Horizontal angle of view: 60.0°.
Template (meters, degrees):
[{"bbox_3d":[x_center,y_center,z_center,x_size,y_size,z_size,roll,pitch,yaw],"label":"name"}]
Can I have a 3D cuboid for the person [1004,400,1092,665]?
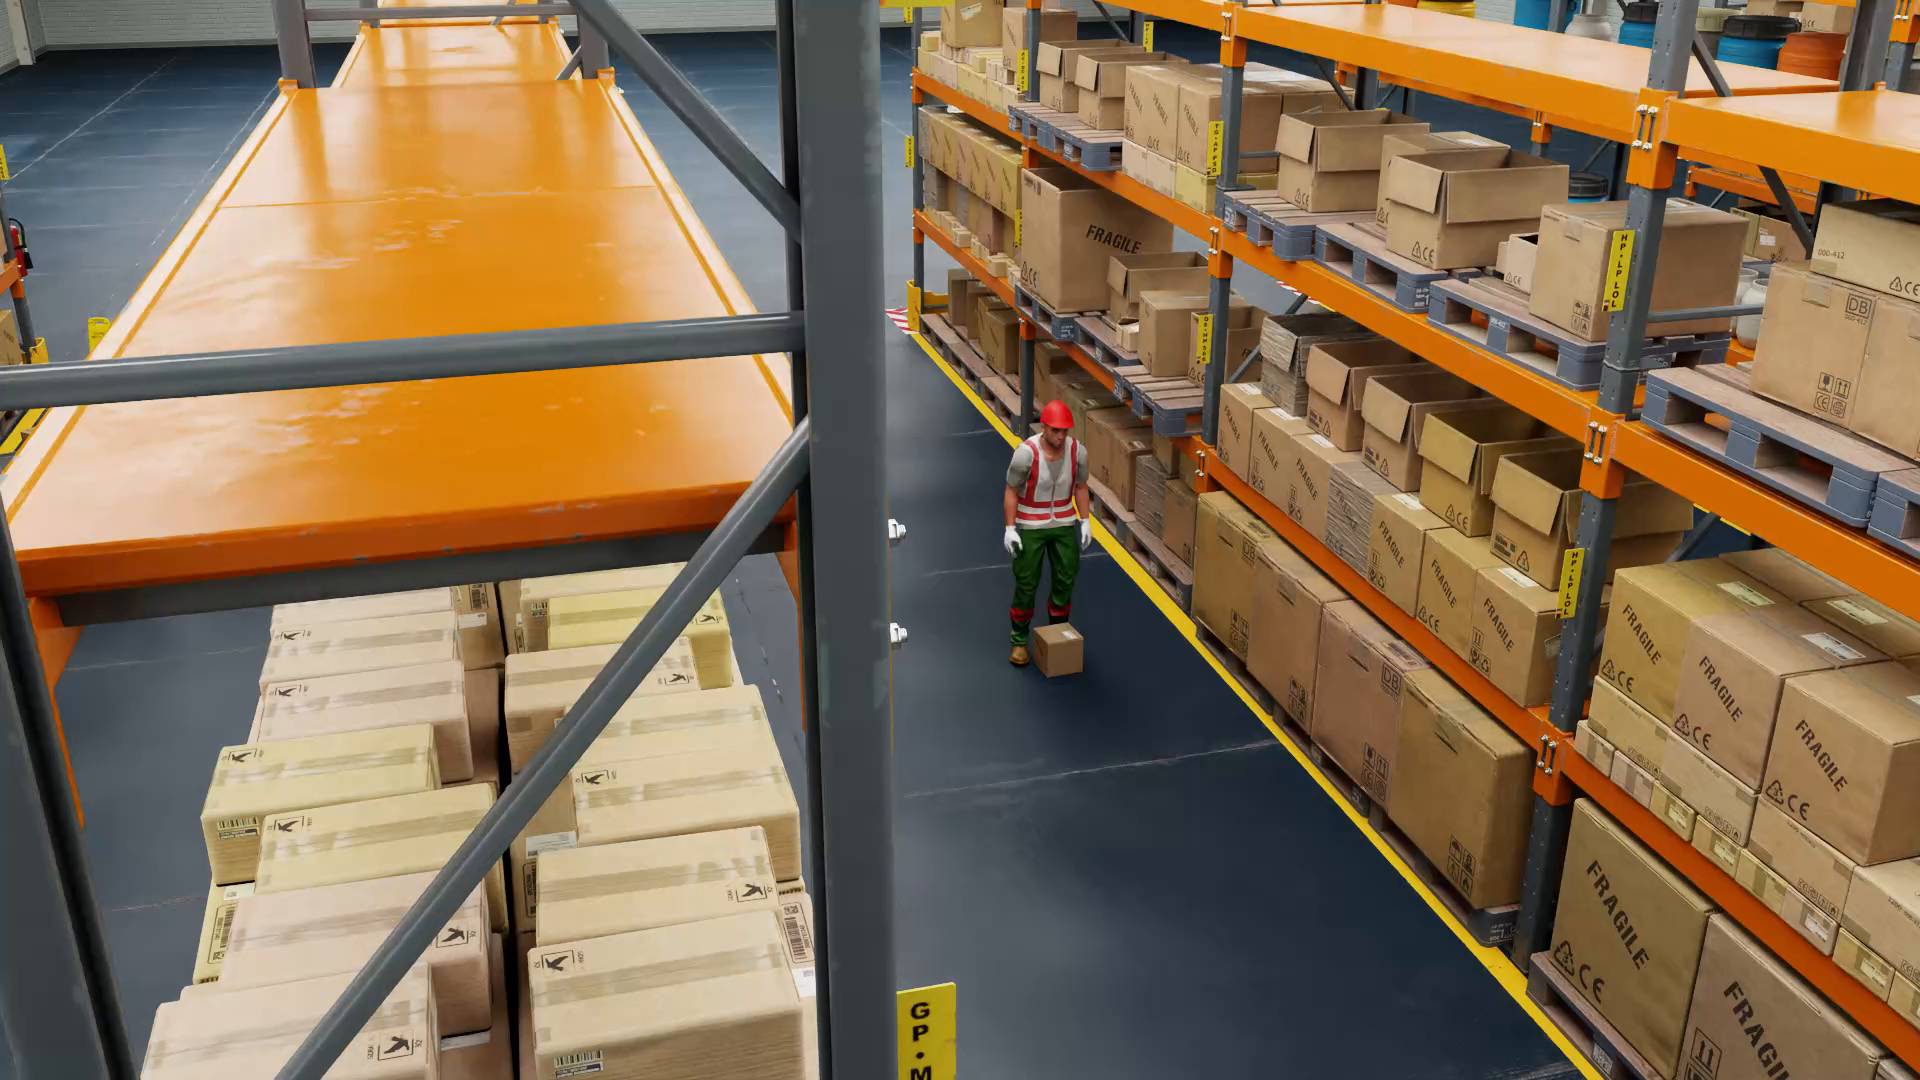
[{"bbox_3d":[0.572,-0.066,10.805,0.607,1.779,0.451,-6,24,-15],"label":"person"}]
